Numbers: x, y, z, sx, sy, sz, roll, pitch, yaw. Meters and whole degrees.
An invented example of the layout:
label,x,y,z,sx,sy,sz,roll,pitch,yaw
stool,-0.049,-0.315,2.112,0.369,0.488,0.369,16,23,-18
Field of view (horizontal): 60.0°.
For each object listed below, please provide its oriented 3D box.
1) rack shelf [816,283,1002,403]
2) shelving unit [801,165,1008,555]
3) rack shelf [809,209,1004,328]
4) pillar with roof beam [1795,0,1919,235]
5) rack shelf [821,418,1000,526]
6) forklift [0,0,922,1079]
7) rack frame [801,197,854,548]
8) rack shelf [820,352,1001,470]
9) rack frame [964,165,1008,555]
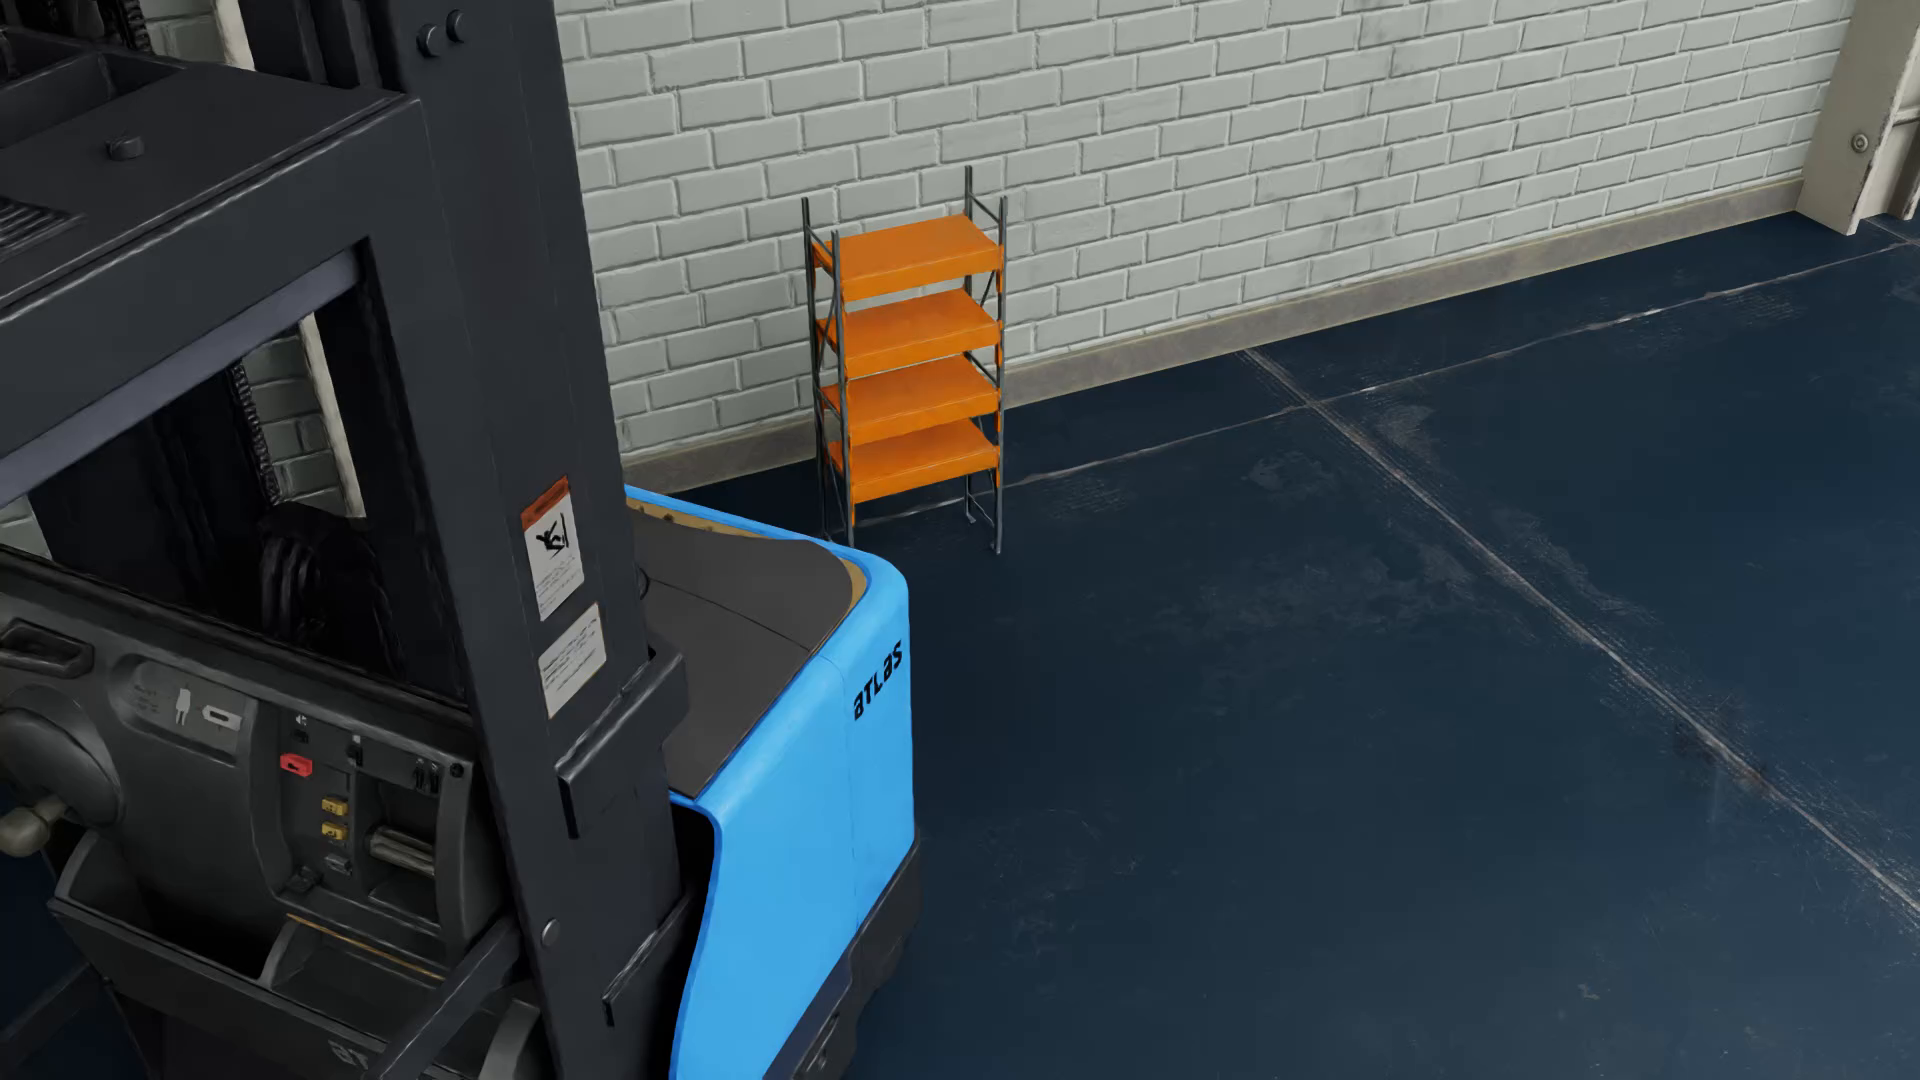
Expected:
label,x,y,z,sx,sy,sz,roll,pitch,yaw
rack shelf,-0.150,-0.566,4.743,0.480,0.148,0.258,-16,39,-20
shelving unit,-0.150,-0.440,4.836,0.503,1.200,0.258,-16,39,-20
rack shelf,-0.150,-0.756,4.602,0.480,0.148,0.258,-16,39,-20
pillar with roof beam,5.657,-2.701,1.338,0.400,9.000,9.100,-16,39,-20
rack shelf,-0.150,-0.226,4.994,0.480,0.148,0.258,-16,39,-20
forklift,-1.162,0.409,2.238,1.130,2.935,3.031,15,39,20
rack frame,-0.371,-0.378,4.753,0.015,1.200,0.240,-16,39,-20
rack shelf,-0.150,-0.386,4.876,0.480,0.148,0.258,-16,39,-20
rack frame,0.071,-0.502,4.919,0.015,1.200,0.240,-16,39,-20
